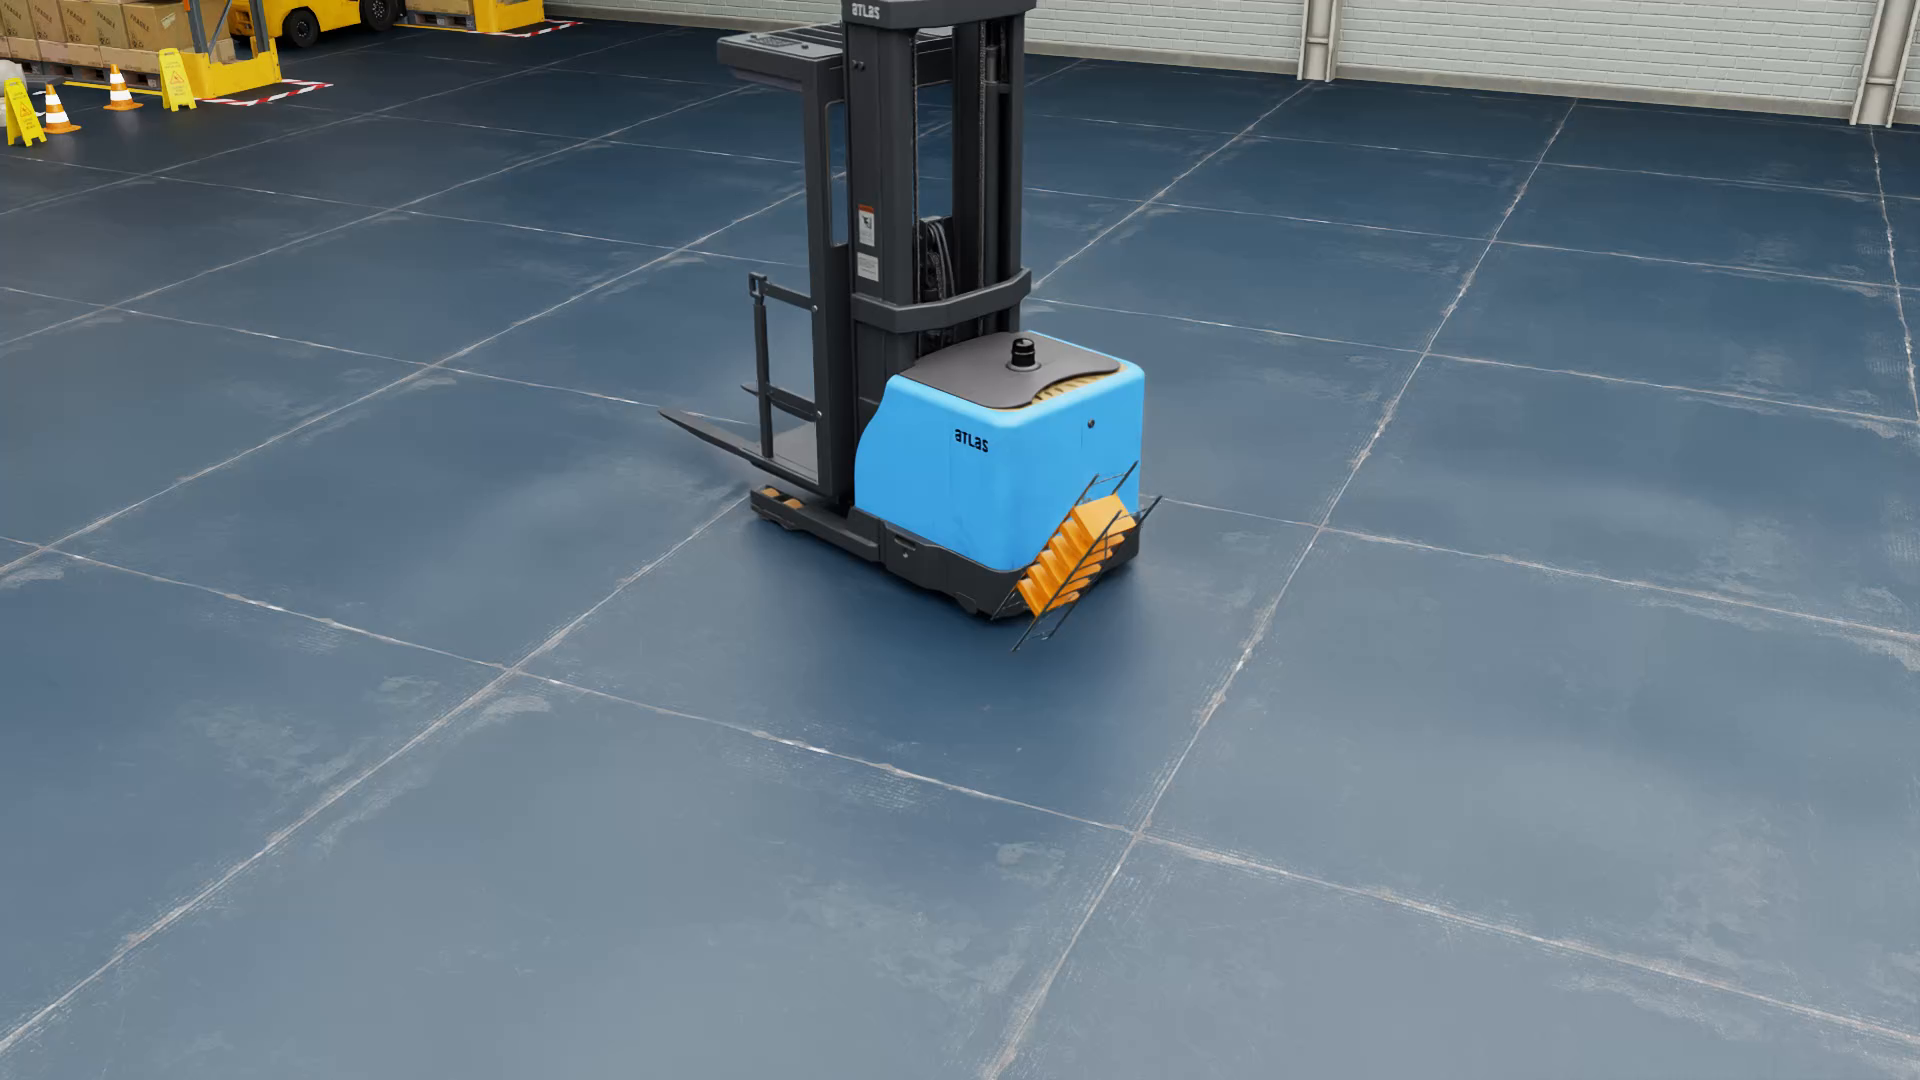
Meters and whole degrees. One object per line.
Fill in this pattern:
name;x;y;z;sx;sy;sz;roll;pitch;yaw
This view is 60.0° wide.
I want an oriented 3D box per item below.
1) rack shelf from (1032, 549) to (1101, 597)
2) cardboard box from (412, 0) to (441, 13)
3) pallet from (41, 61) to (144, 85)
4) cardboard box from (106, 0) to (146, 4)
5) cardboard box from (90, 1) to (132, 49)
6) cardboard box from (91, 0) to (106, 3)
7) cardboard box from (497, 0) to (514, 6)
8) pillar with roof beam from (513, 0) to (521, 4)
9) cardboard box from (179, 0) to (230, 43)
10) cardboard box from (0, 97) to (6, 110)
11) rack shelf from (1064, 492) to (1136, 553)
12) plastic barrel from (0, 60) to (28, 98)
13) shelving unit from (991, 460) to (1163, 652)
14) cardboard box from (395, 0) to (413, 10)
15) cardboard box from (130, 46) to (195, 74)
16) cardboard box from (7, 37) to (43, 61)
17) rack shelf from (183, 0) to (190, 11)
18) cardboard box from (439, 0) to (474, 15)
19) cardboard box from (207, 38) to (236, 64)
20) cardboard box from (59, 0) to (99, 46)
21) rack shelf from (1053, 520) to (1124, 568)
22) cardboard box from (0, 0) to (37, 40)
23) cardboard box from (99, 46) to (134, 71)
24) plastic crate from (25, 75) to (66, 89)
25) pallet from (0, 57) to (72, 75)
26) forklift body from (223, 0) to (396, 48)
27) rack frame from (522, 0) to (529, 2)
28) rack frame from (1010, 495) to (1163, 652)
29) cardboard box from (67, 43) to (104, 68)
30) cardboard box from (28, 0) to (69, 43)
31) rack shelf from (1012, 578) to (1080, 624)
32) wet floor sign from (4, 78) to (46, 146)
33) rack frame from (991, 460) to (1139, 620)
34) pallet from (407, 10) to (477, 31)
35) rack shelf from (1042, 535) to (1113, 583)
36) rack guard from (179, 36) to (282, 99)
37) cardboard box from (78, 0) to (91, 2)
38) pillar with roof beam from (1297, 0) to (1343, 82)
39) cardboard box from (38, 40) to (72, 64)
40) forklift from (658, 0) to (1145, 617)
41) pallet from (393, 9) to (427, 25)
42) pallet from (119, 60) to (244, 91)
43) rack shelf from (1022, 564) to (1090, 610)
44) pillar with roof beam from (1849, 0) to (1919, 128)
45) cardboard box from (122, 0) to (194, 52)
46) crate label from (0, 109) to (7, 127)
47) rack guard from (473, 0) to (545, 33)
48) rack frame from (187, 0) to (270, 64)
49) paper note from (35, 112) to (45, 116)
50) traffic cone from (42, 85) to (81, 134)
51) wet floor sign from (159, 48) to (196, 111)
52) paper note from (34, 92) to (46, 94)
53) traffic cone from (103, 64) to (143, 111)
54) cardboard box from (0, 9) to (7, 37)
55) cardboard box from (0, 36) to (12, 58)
rack shelf;0.477;0.117;7.355;0.258;0.103;0.180;-18;67;-33
cardboard box;-7.373;-7.627;23.482;0.500;0.250;0.500;11;28;22
pallet;-10.318;-5.771;20.232;1.213;0.211;1.003;11;28;22
cardboard box;-9.617;-6.286;19.175;0.250;0.149;0.380;12;29;23
cardboard box;-9.731;-6.049;19.428;0.500;0.500;0.500;12;29;24
cardboard box;-9.844;-6.333;19.271;0.250;0.149;0.380;12;29;23
cardboard box;-6.732;-7.741;23.715;0.500;0.250;0.500;11;28;22
pillar with roof beam;-8.409;-10.068;19.012;0.400;9.000;9.100;11;28;22
cardboard box;-9.059;-6.176;19.686;0.500;0.500;0.500;10;28;20
cardboard box;-10.446;-4.770;18.270;0.380;0.149;0.250;-18;31;-31
rack shelf;0.601;-0.075;7.077;0.258;0.103;0.180;-18;67;-33
plastic barrel;-10.924;-5.235;18.903;0.512;0.421;0.421;-12;29;-23
shelving unit;0.492;0.093;7.321;0.258;1.200;0.189;-18;67;-33
cardboard box;-7.825;-7.722;23.675;0.500;0.250;0.500;12;29;22
cardboard box;-9.287;-5.620;19.407;0.500;0.250;0.500;11;28;22
cardboard box;-11.143;-5.998;20.175;0.500;0.250;0.500;13;29;25
rack shelf;-10.238;-6.665;19.705;4.000;0.370;1.077;11;28;22
cardboard box;-6.925;-7.532;23.290;0.500;0.250;0.500;12;28;22
cardboard box;-9.037;-5.835;19.843;0.500;0.250;0.500;11;28;21
cardboard box;-10.188;-6.144;19.621;0.500;0.500;0.500;11;28;21
rack shelf;0.560;-0.011;7.170;0.258;0.103;0.180;-18;67;-33
cardboard box;-11.141;-6.335;20.009;0.500;0.500;0.500;13;29;24
cardboard box;-9.733;-5.714;19.597;0.500;0.250;0.500;11;28;22
plastic crate;-10.969;-5.426;19.681;0.583;0.080;0.402;2;26;4
pallet;-11.433;-5.993;20.684;1.213;0.211;1.003;11;28;22
forklift body;-8.848;-7.851;22.260;1.214;2.155;2.313;11;28;22
rack frame;-6.366;-8.618;22.859;0.127;3.000;1.000;11;28;22
rack frame;0.537;0.167;7.290;0.240;1.200;0.006;-18;67;-33
cardboard box;-10.212;-5.807;19.787;0.500;0.250;0.500;10;28;20
cardboard box;-10.670;-6.239;19.815;0.500;0.500;0.500;13;29;24
rack shelf;0.394;0.245;7.541;0.258;0.103;0.180;-18;67;-33
wet floor sign;-9.529;-4.347;16.850;0.232;0.644;0.267;6;27;13
rack frame;0.447;0.020;7.352;0.240;1.200;0.006;-18;67;-33
pallet;-7.080;-7.490;23.724;1.213;0.211;1.003;11;28;22
rack shelf;0.518;0.053;7.263;0.258;0.103;0.180;-18;67;-33
rack guard;-8.487;-5.514;19.384;0.348;0.500;1.175;11;28;22
cardboard box;-10.083;-6.382;19.370;0.250;0.149;0.380;13;29;24
pillar with roof beam;2.515;-7.874;14.556;0.400;9.000;9.100;11;28;22
cardboard box;-10.659;-5.902;19.980;0.500;0.250;0.500;11;28;21
forklift;-0.483;-1.507;8.492;1.130;2.935;3.031;-24;35;-39
pallet;-8.186;-7.714;24.178;1.213;0.211;1.003;11;28;22
pallet;-9.212;-5.547;19.778;1.213;0.211;1.003;11;28;22
rack shelf;0.435;0.181;7.448;0.258;0.103;0.180;-18;67;-33
pillar with roof beam;7.977;-6.777;12.328;0.400;9.000;9.100;11;28;22
cardboard box;-9.255;-5.954;19.237;0.500;0.500;0.500;12;28;22
crate label;-10.234;-4.508;17.750;0.298;0.136;0.250;-2;26;-5
rack guard;-6.344;-7.492;23.402;0.348;0.500;1.175;11;28;22
rack frame;-8.417;-6.622;18.803;0.127;3.000;1.000;11;28;22
paper note;-10.102;-4.662;18.185;0.142;0.019;0.148;2;26;4
traffic cone;-9.493;-4.535;17.437;0.334;0.463;0.336;11;28;22
wet floor sign;-8.687;-5.100;18.379;0.232;0.644;0.267;23;35;39
paper note;-10.626;-5.183;19.242;0.148;0.019;0.142;2;26;4
traffic cone;-9.343;-5.043;18.470;0.334;0.463;0.336;11;28;22
cardboard box;-11.633;-6.428;20.198;0.500;0.500;0.500;13;29;24
cardboard box;-11.633;-6.091;20.364;0.500;0.250;0.500;10;28;19
